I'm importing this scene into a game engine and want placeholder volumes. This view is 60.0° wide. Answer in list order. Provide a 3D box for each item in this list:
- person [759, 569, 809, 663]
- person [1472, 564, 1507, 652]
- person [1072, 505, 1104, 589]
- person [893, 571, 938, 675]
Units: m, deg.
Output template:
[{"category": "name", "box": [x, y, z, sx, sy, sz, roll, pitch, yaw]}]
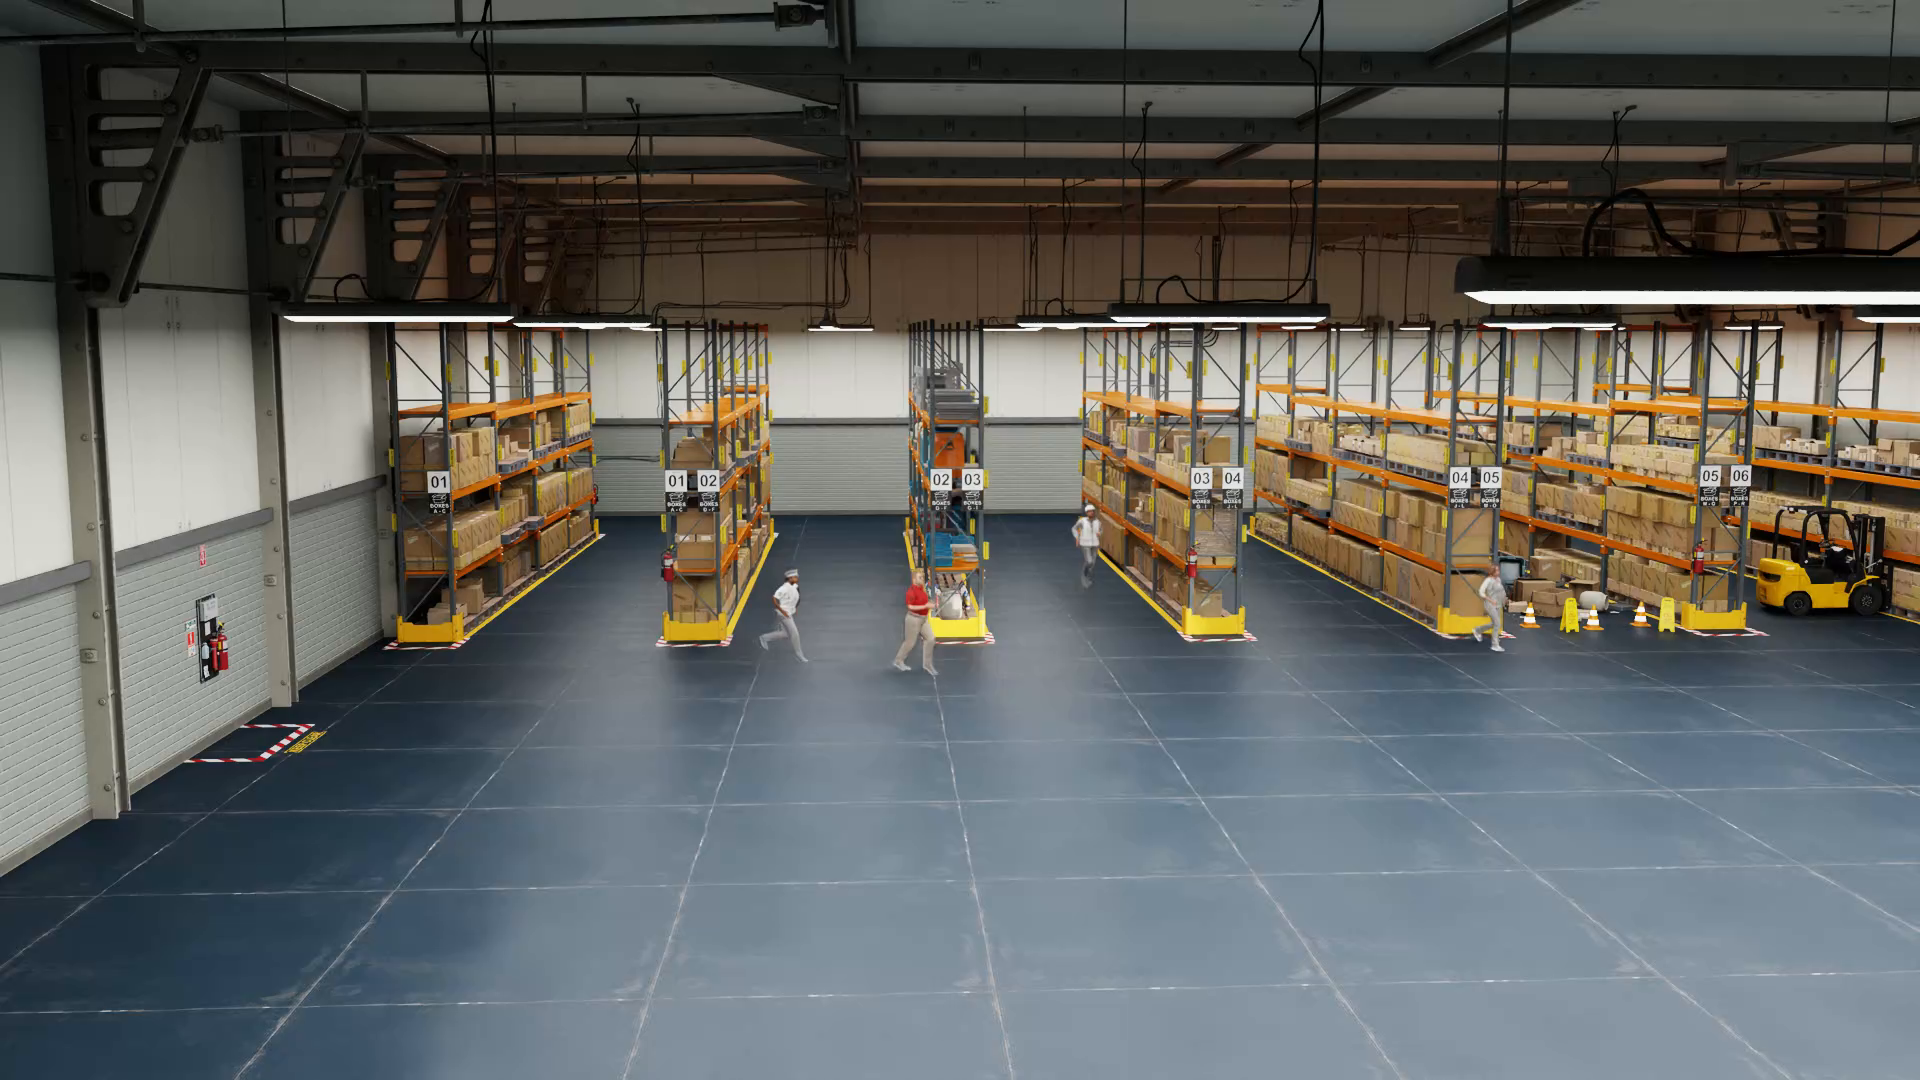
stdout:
[{"category": "person", "box": [-3.107, 1.326, 29.204, 0.983, 1.684, 0.575, 2, 7, 19]}, {"category": "person", "box": [9.618, 1.221, 30.225, 0.551, 1.580, 0.699, -6, 9, -42]}, {"category": "person", "box": [2.803, 0.146, 35.898, 0.633, 1.815, 0.677, -2, 7, -19]}, {"category": "person", "box": [-0.750, 1.419, 28.072, 0.819, 1.801, 0.643, 3, 8, 25]}]
